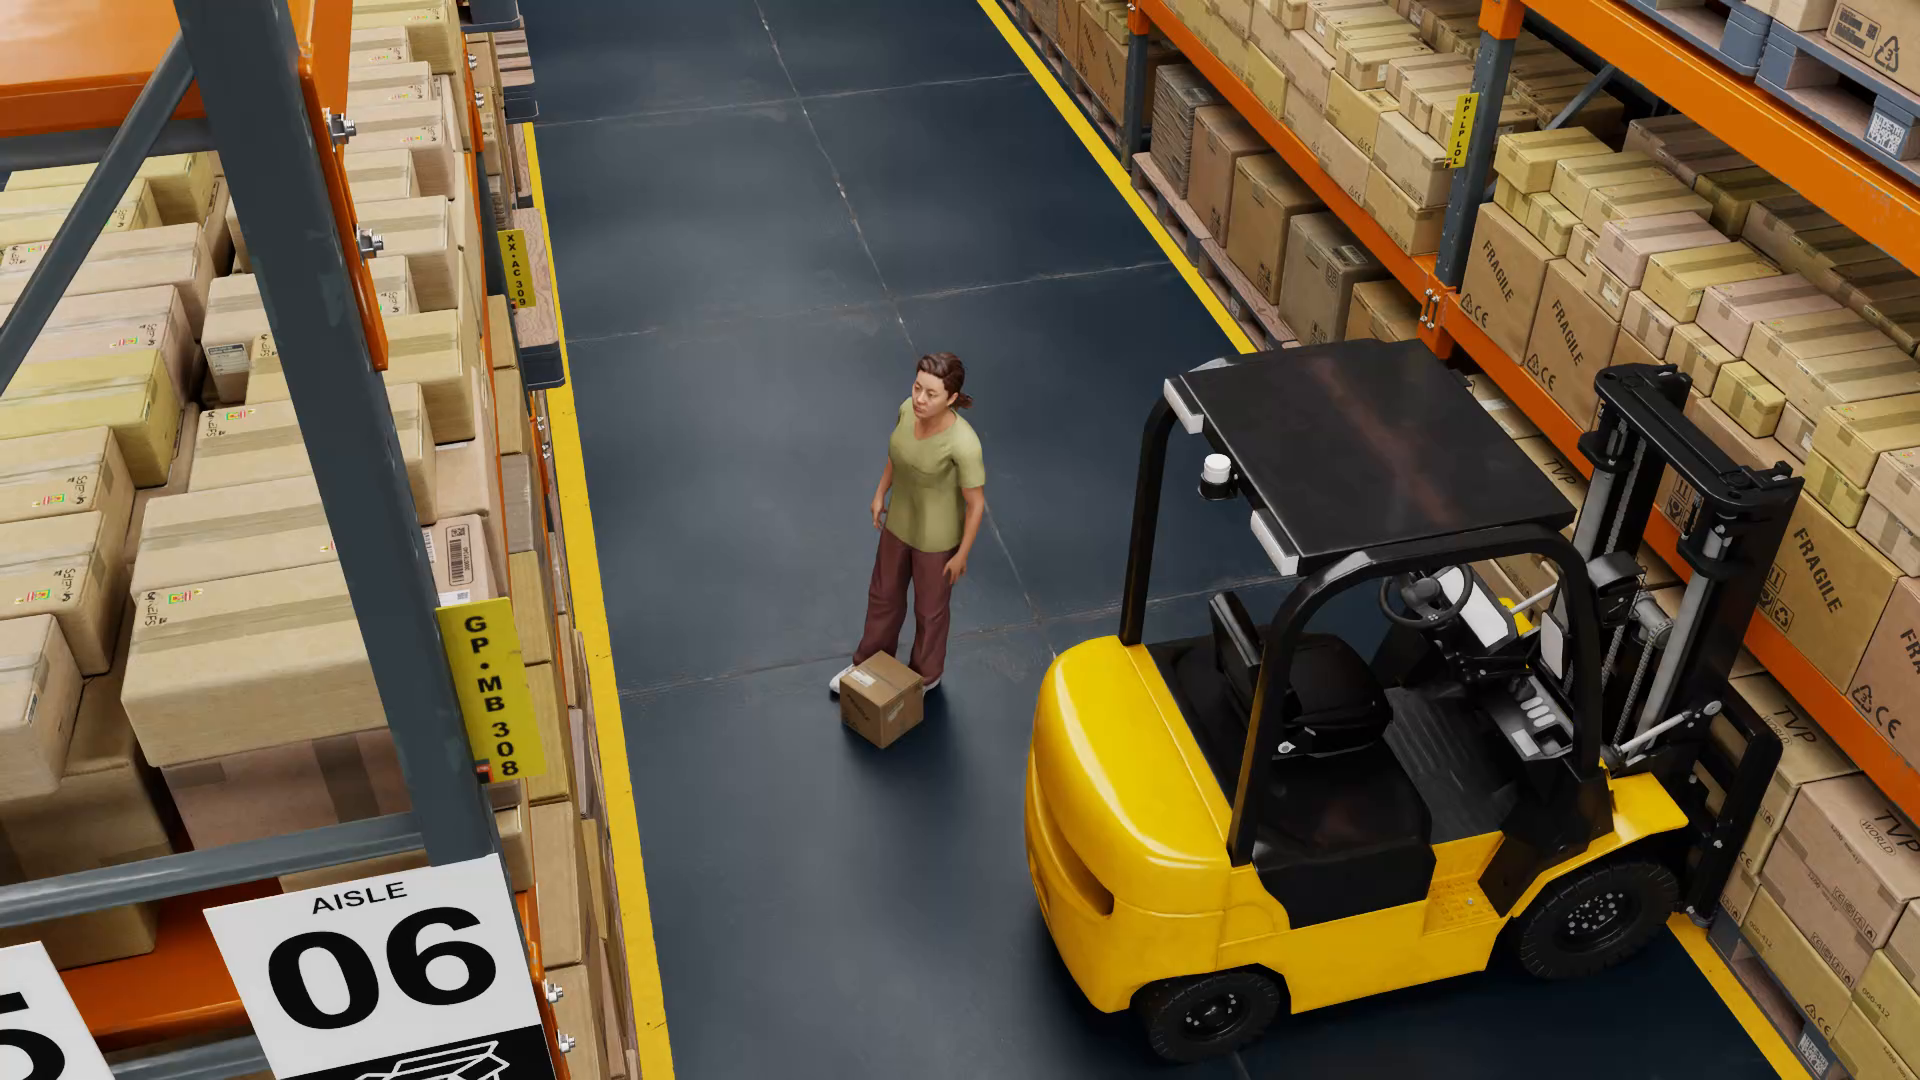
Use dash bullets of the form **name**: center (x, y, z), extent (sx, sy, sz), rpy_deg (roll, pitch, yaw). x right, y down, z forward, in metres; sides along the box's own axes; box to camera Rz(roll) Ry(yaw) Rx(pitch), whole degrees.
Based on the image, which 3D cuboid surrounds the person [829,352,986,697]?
- **person**: center (-0.200, 0.003, 6.708), extent (0.548, 1.660, 0.553), rpy_deg (-31, 48, -33)
